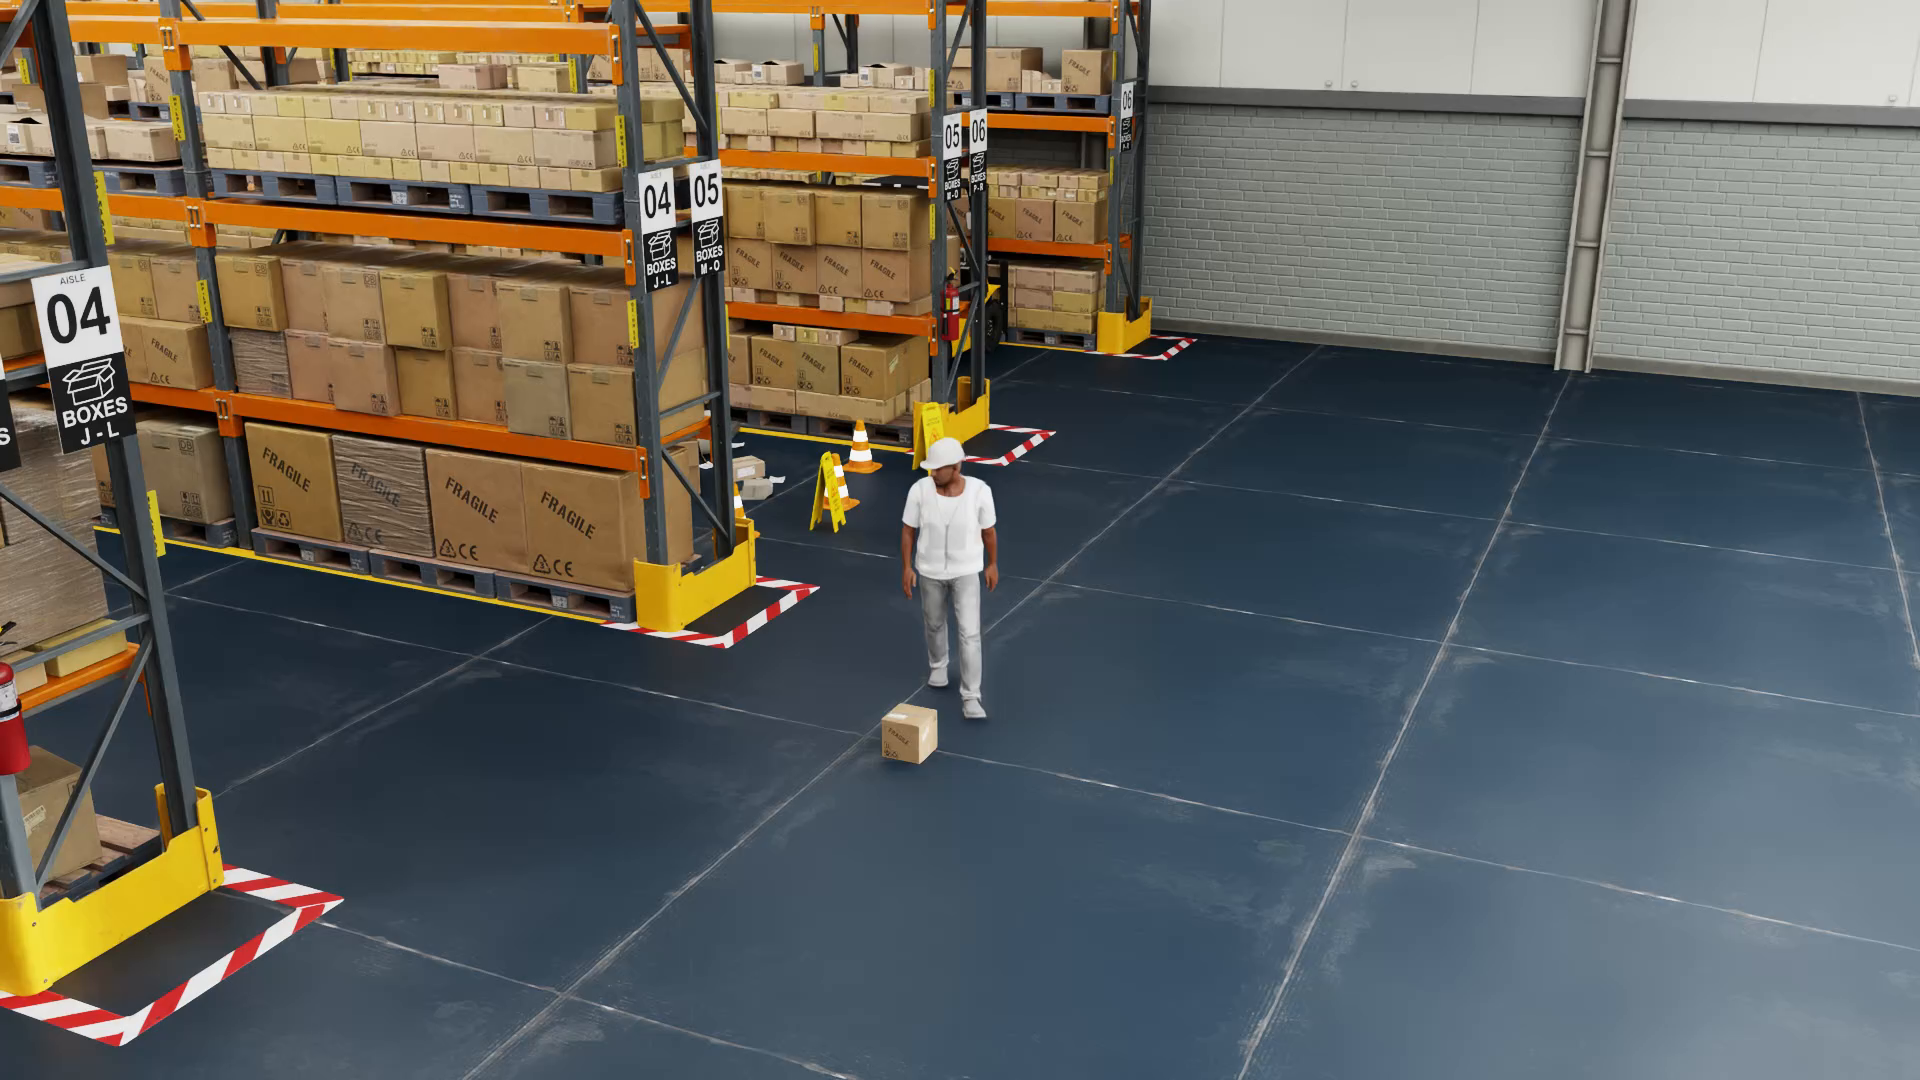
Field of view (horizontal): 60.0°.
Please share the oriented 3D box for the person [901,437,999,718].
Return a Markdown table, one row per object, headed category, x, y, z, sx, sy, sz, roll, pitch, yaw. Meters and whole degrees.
| category | x | y | z | sx | sy | sz | roll | pitch | yaw |
| --- | --- | --- | --- | --- | --- | --- | --- | --- | --- |
| person | -0.081 | 0.207 | 10.386 | 0.596 | 1.735 | 0.890 | 2 | 19 | 7 |
